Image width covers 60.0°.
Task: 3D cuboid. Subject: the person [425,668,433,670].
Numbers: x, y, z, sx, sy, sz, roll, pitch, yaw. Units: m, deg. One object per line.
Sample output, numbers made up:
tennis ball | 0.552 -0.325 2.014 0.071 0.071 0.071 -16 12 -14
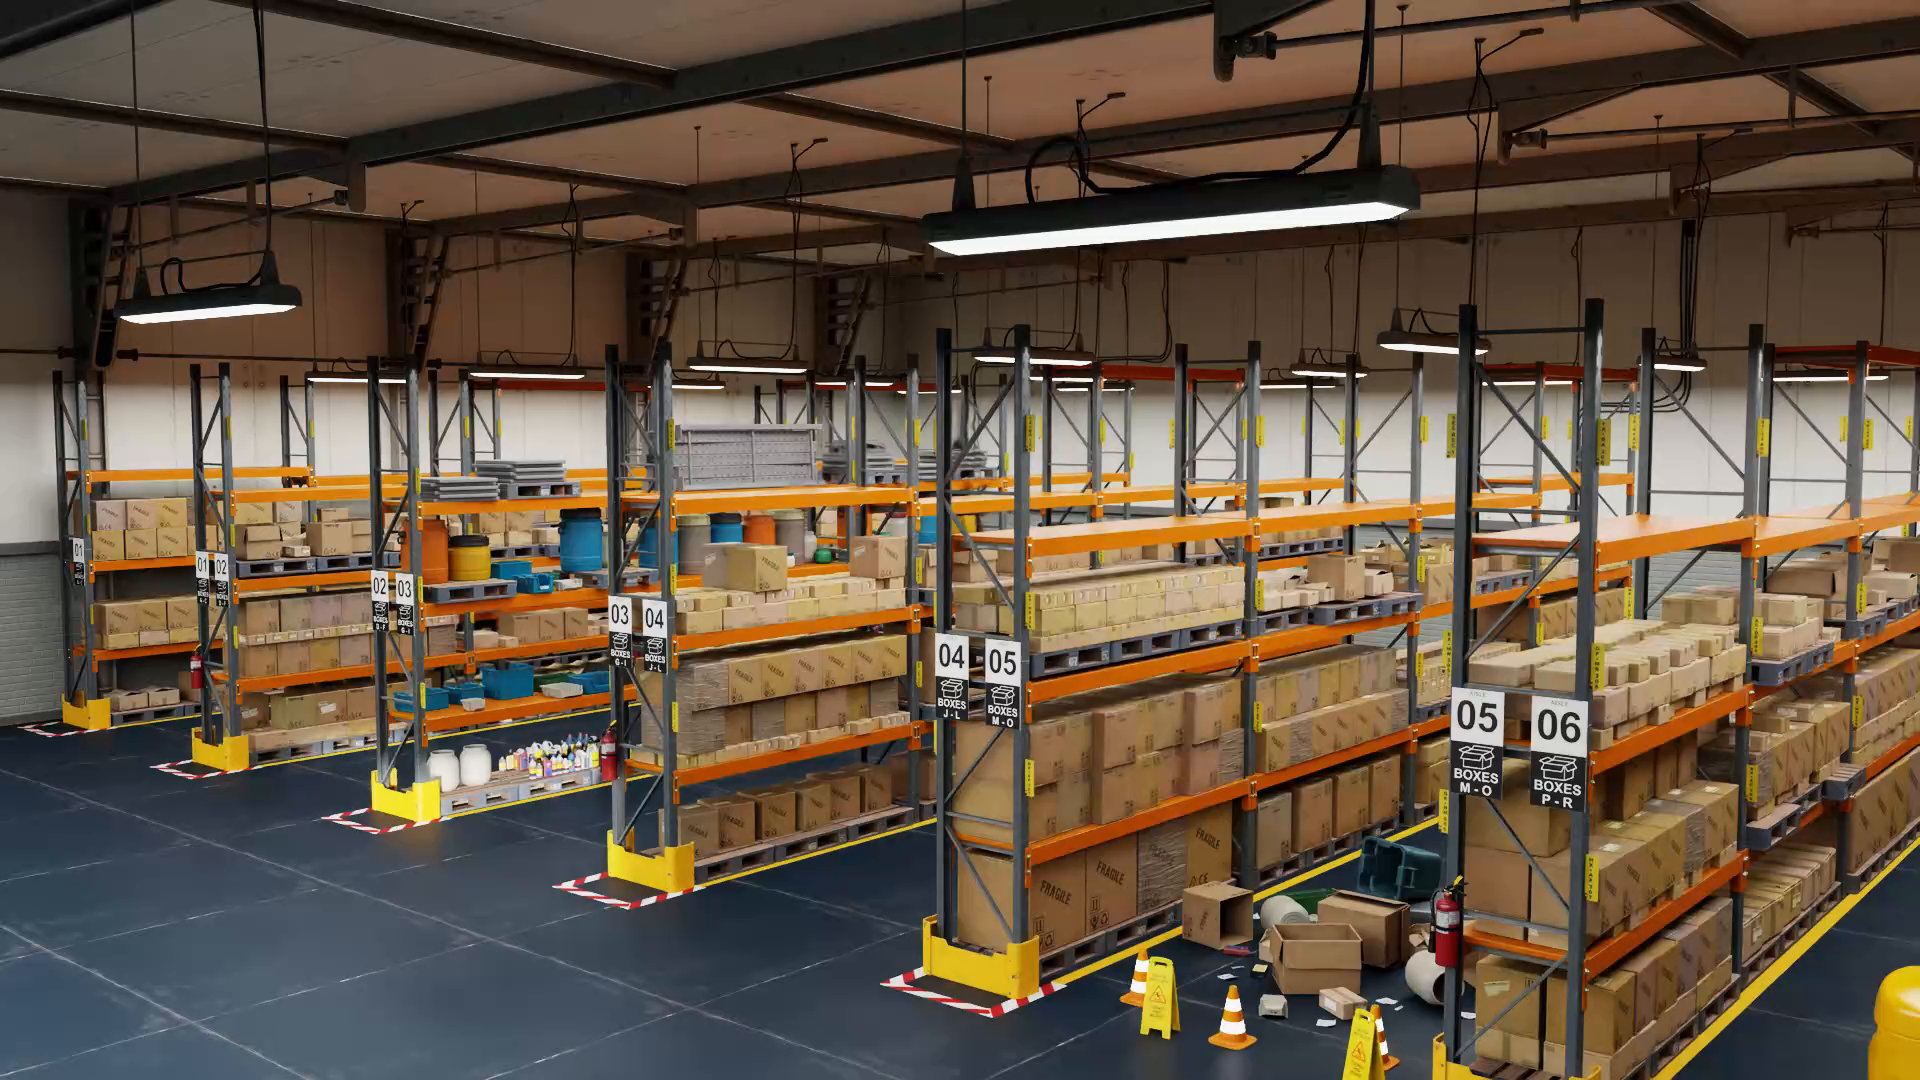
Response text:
person | -9.389 2.181 29.310 0.655 1.738 0.631 4 5 41
